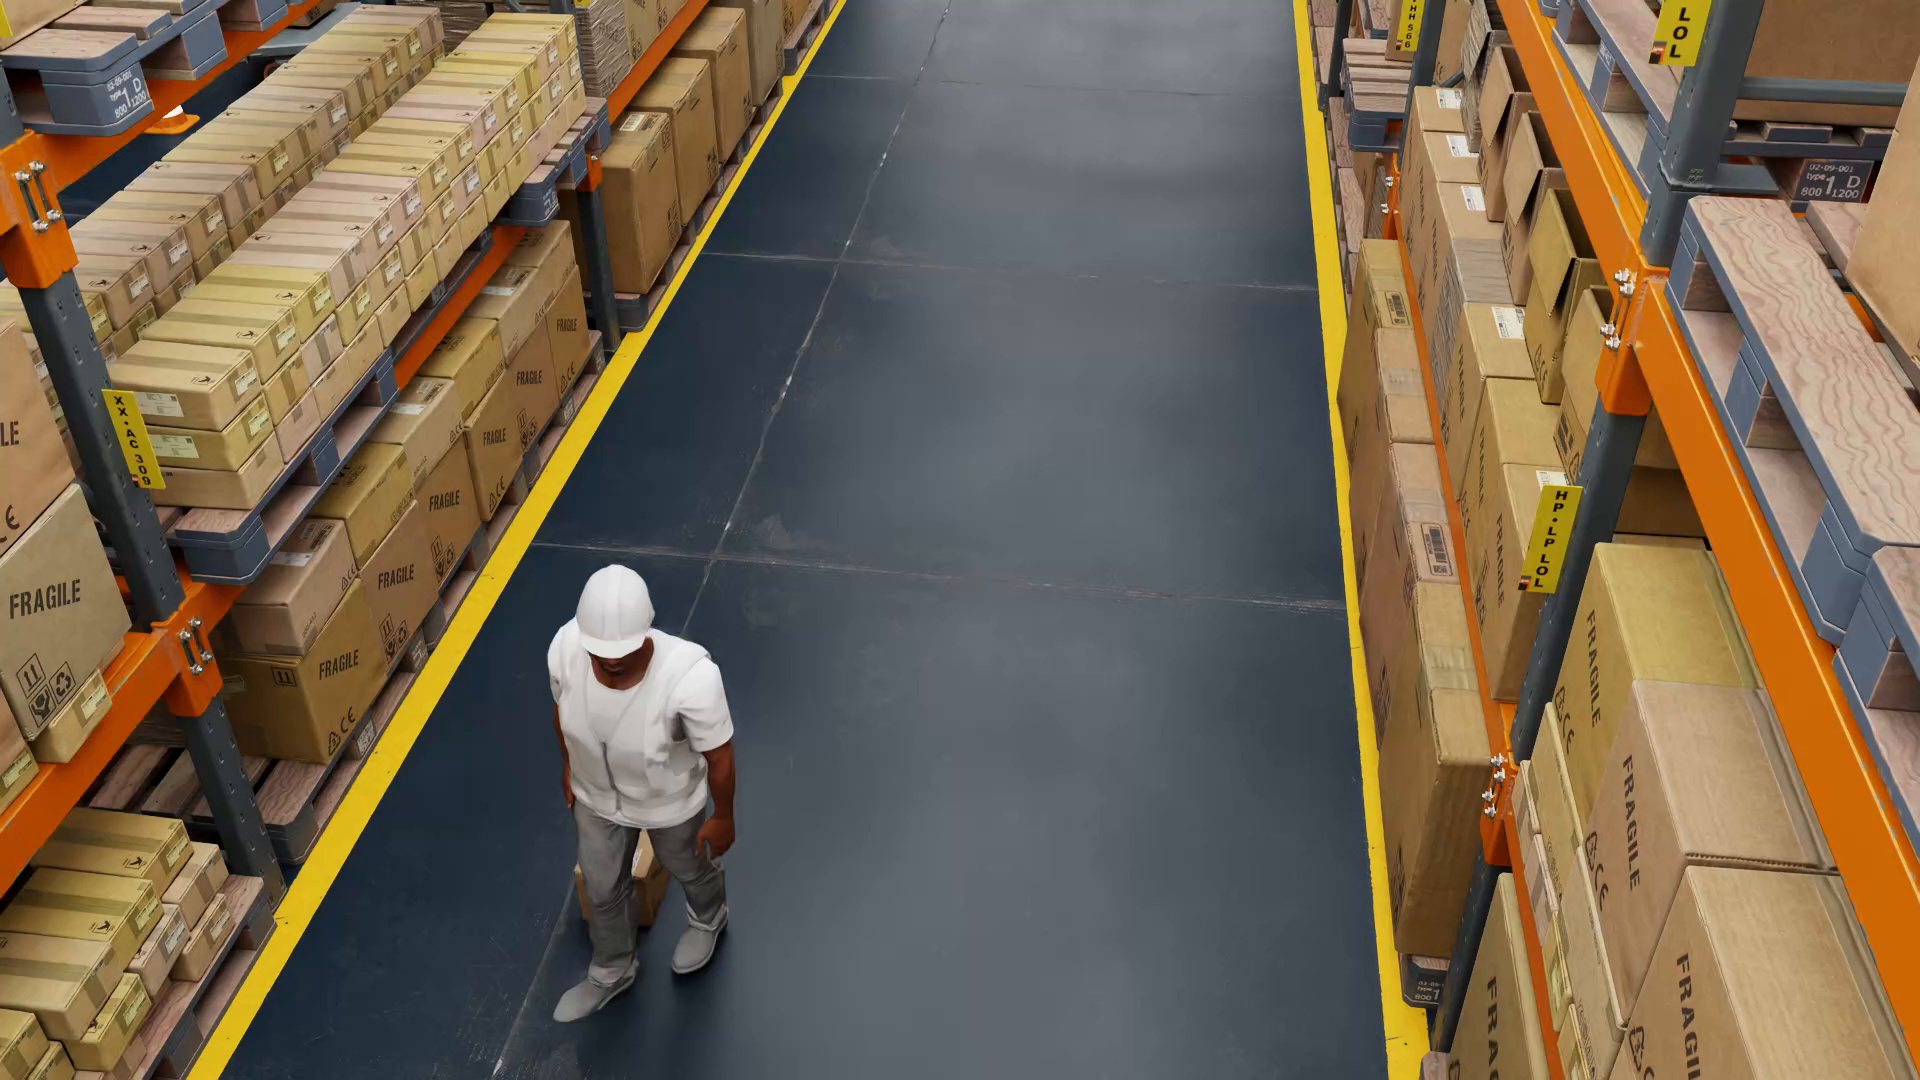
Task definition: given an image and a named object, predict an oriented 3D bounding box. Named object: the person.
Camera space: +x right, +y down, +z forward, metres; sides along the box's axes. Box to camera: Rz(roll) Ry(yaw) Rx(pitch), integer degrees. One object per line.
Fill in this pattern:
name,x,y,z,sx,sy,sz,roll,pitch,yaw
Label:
person,-0.963,0.760,5.100,0.655,1.813,0.568,9,37,12
